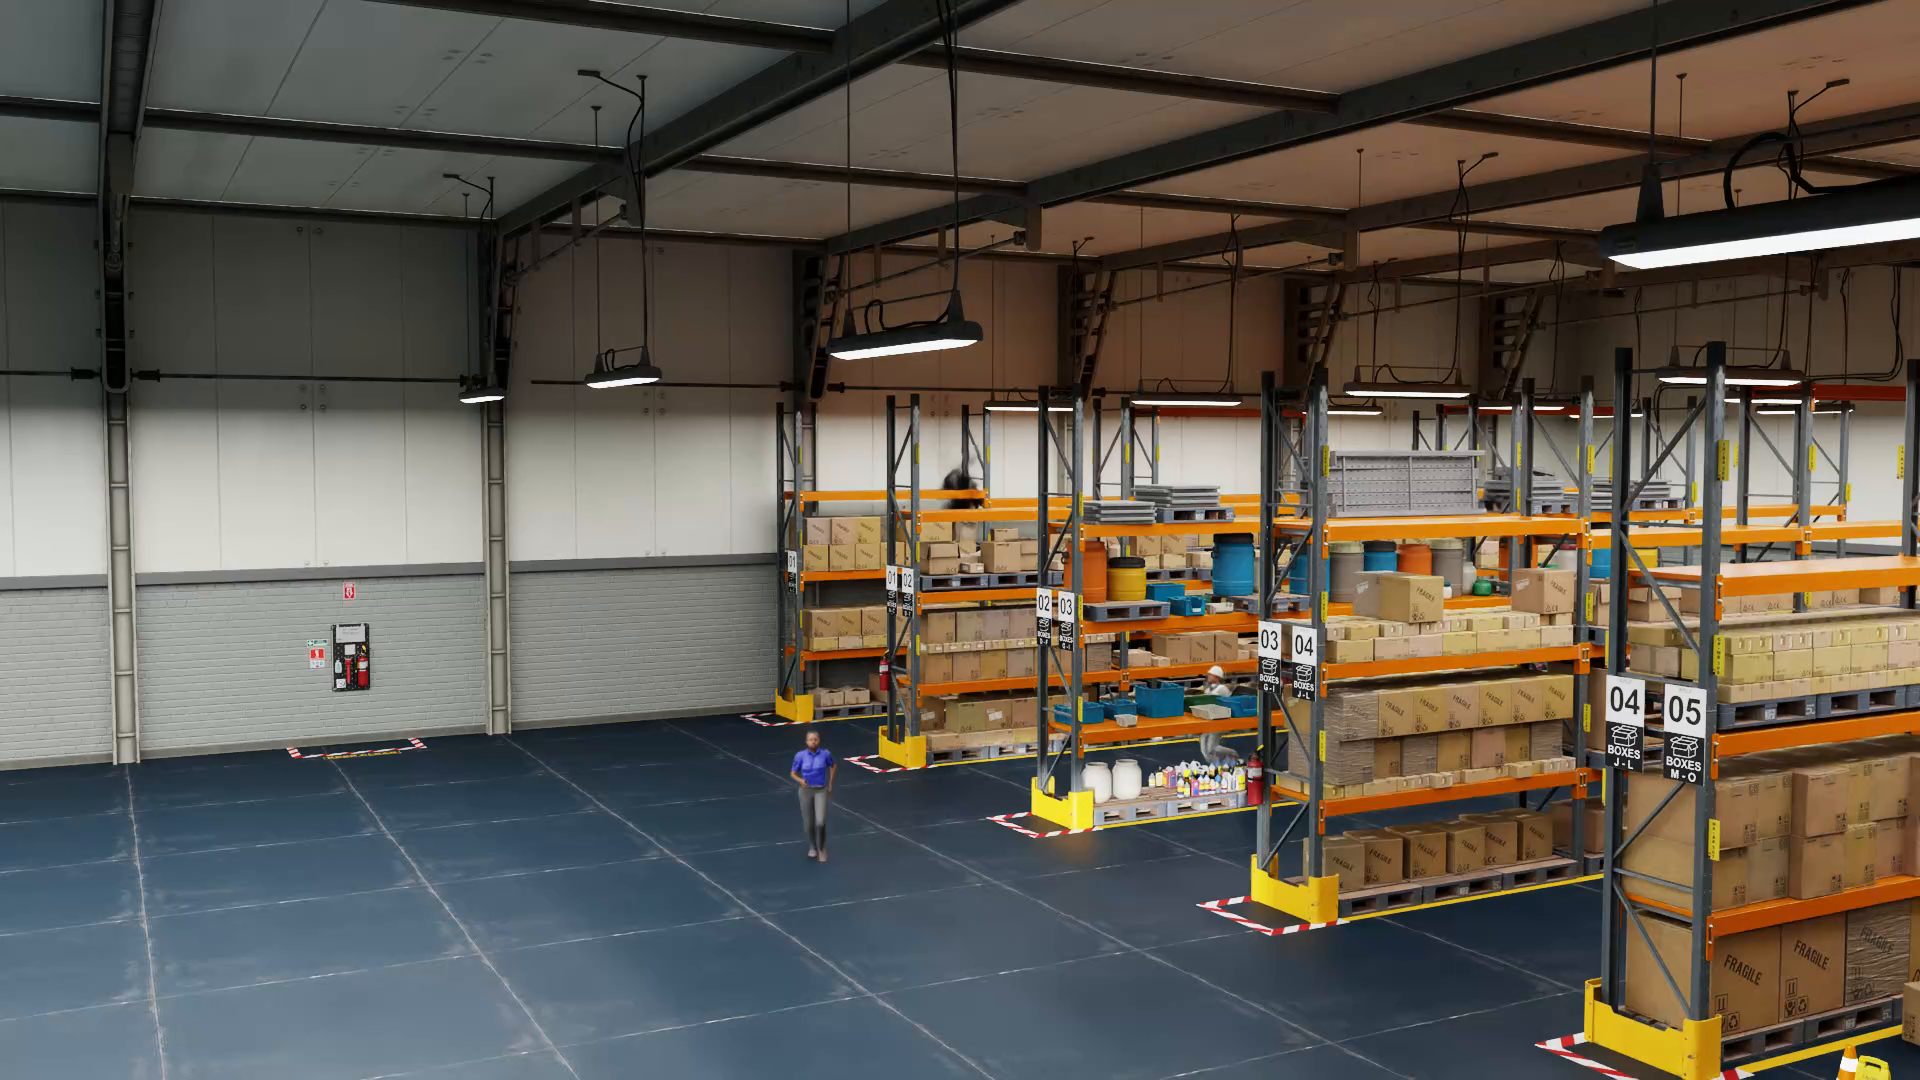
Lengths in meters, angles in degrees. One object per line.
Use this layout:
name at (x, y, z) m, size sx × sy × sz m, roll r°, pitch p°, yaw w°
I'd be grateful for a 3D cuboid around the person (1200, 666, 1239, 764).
person at (4.042, 2.832, 26.011) m, size 0.600 × 1.728 × 0.690 m, roll -2°, pitch 4°, yaw -25°

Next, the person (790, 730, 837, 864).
person at (-1.816, 3.189, 20.599) m, size 0.567 × 1.671 × 0.677 m, roll 0°, pitch 3°, yaw -3°
